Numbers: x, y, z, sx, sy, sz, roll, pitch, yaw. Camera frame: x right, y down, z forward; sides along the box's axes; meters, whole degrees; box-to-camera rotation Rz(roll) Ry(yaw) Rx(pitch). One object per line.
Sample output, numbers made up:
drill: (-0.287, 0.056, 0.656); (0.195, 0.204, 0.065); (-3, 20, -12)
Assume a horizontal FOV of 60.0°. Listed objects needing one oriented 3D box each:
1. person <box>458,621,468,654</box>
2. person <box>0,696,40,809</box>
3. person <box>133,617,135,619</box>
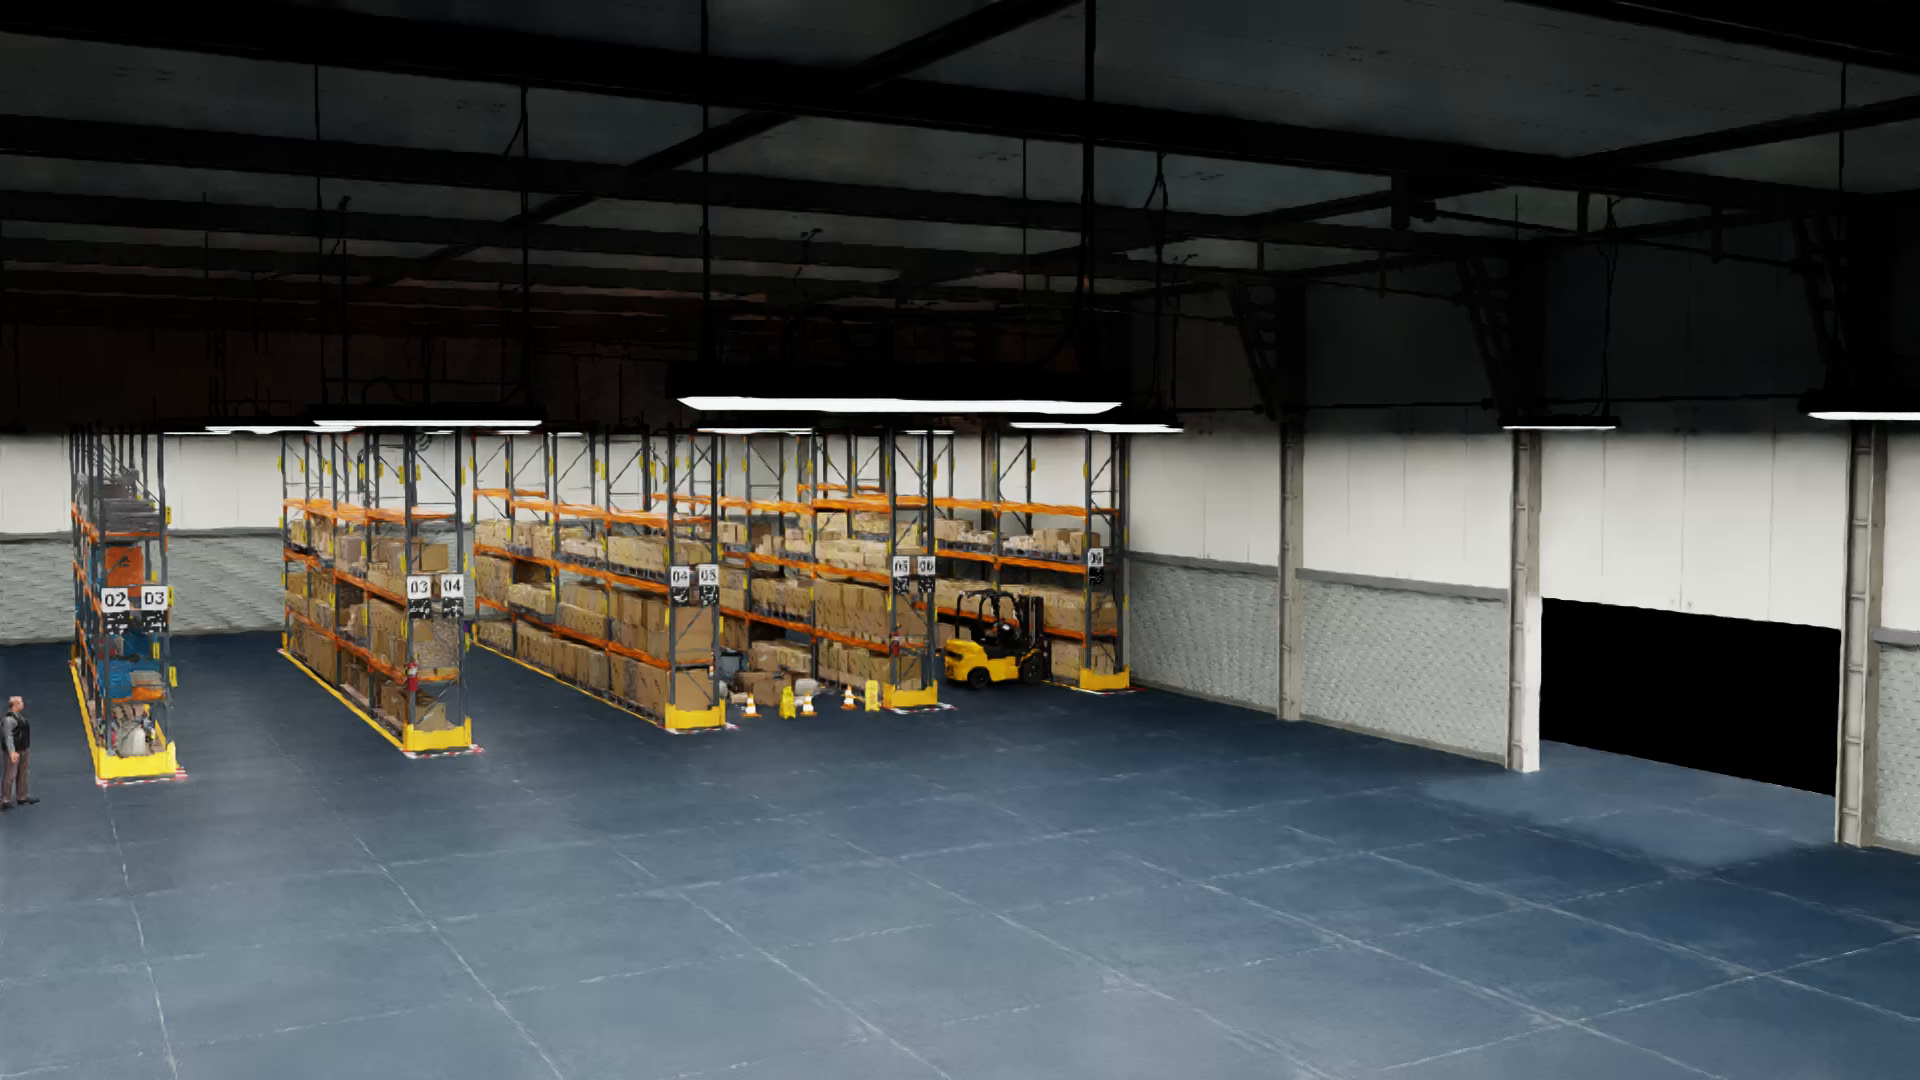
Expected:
person: (-11.981, 2.405, 39.387); (0.591, 1.657, 0.864); (-2, 4, -31)
person: (-14.587, 3.260, 25.692); (0.431, 1.725, 0.609); (0, 4, -7)
person: (-22.793, 2.127, 45.364); (0.470, 1.588, 0.587); (1, 4, 17)
